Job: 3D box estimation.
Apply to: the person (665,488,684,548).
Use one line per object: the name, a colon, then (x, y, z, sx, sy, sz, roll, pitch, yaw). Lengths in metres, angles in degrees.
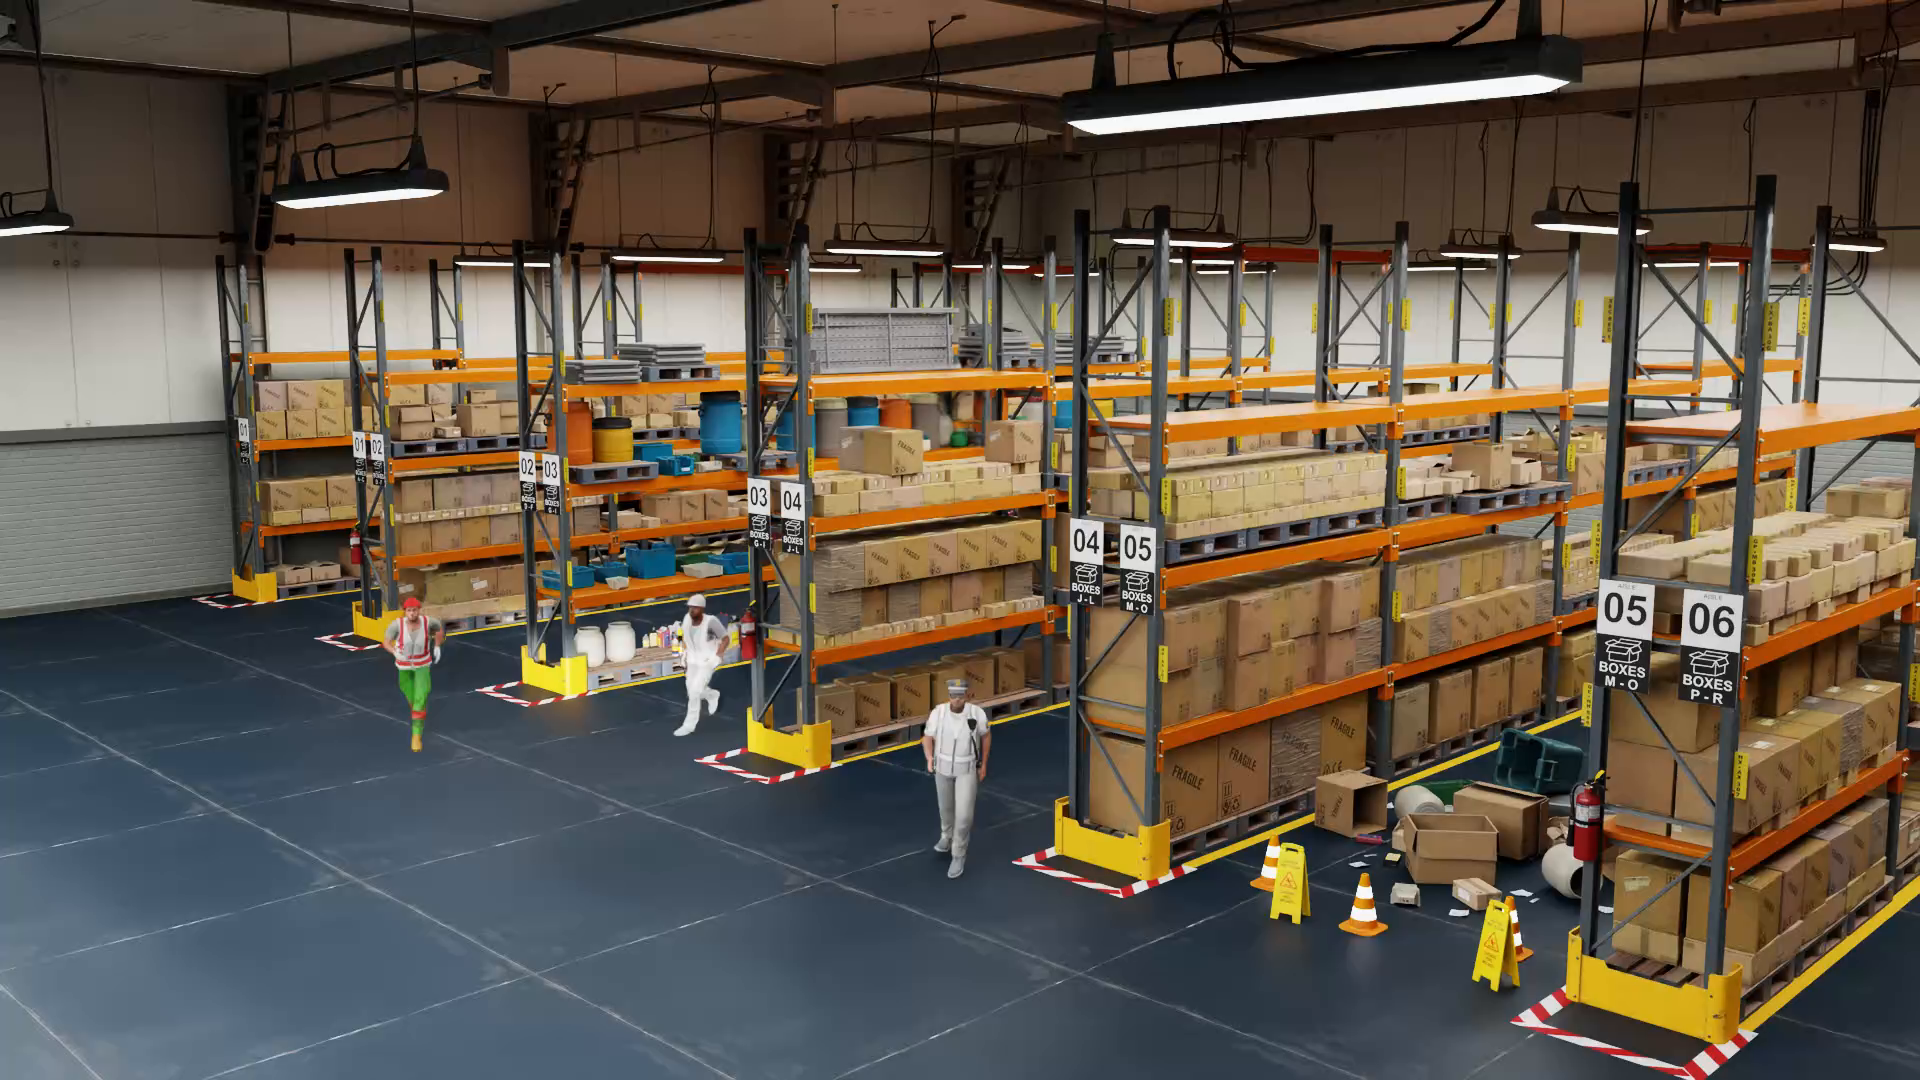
person: (-5.459, -0.183, 31.849, 0.624, 1.692, 0.818, 6, 10, 38)

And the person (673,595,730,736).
person: (-3.054, 1.482, 20.177, 0.696, 1.732, 0.806, 4, 9, 25)

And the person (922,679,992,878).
person: (-0.035, 2.117, 15.284, 0.608, 1.778, 0.848, 2, 8, 11)

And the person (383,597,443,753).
person: (-6.463, 1.517, 19.685, 0.647, 1.779, 1.125, -2, 8, -12)
